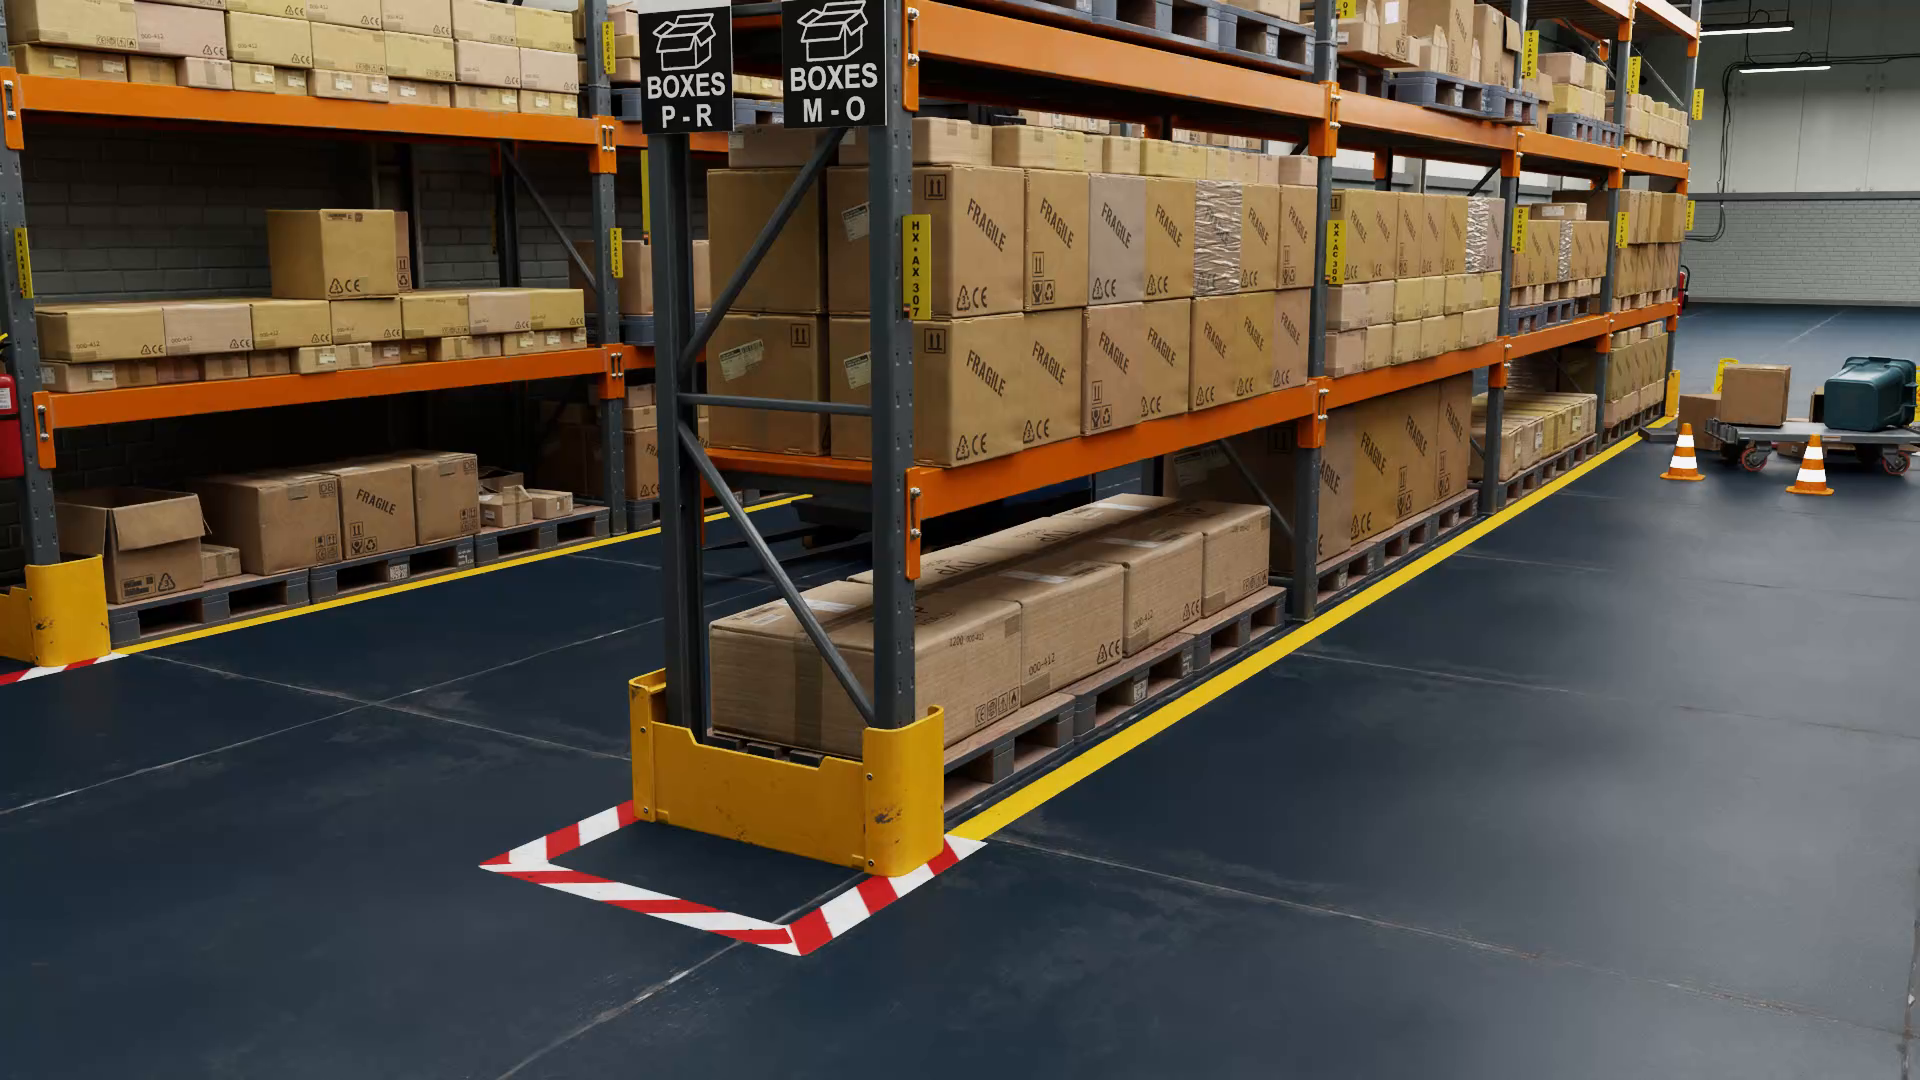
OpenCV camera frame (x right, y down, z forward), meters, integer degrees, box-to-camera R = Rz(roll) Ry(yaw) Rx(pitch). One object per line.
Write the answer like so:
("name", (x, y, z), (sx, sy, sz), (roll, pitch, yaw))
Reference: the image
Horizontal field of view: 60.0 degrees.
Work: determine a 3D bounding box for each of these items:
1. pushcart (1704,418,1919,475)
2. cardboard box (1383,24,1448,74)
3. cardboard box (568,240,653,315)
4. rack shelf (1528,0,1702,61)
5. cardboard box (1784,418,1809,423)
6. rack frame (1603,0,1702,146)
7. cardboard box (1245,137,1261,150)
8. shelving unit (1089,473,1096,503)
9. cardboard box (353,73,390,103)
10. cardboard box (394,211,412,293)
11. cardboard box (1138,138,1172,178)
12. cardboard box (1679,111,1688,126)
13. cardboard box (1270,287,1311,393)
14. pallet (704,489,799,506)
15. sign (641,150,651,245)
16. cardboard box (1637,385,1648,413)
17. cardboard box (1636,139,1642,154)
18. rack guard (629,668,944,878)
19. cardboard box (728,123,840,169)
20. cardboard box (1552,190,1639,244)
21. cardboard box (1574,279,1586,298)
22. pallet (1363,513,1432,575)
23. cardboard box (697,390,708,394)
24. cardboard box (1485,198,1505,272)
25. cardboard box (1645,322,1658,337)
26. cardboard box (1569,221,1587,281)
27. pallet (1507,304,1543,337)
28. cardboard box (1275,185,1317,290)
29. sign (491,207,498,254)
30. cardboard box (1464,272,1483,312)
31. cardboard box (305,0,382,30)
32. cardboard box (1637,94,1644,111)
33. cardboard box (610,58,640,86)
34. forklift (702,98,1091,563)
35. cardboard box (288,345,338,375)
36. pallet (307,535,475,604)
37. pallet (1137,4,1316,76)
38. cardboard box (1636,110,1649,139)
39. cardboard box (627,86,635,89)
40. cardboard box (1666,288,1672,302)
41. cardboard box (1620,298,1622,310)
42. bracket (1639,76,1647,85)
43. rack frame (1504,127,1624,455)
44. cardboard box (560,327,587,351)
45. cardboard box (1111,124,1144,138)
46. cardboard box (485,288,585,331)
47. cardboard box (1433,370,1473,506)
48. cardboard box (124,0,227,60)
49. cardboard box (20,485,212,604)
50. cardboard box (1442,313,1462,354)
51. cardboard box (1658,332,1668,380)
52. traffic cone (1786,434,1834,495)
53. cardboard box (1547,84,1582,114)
("pushcart", (7.597, -0.837, 14.816), (1.648, 0.377, 0.936), (2, 11, 11))
("cardboard box", (2.717, -2.947, 10.029), (0.396, 0.266, 0.258), (8, 13, 35))
("cardboard box", (-2.333, -1.862, 11.750), (0.700, 0.500, 0.500), (7, 13, 32))
("rack shelf", (6.661, -5.244, 16.890), (1.077, 0.370, 4.000), (6, 12, 31))
("cardboard box", (8.746, -1.165, 17.187), (0.250, 0.149, 0.380), (-6, 12, -28))
("rack frame", (7.700, -5.914, 18.504), (1.000, 3.000, 0.127), (6, 12, 31))
("cardboard box", (3.434, -5.125, 20.757), (0.500, 0.500, 0.500), (7, 13, 33))
("shelving unit", (0.756, -0.752, 12.123), (0.258, 1.200, 0.503), (8, 13, 37))
("cardboard box", (-3.483, -2.573, 9.491), (0.380, 0.149, 0.250), (7, 13, 32))
("cardboard box", (-3.775, -1.784, 10.307), (0.500, 0.500, 0.500), (6, 12, 29))
("cardboard box", (0.655, -1.578, 6.892), (0.380, 0.149, 0.250), (6, 12, 29))
("cardboard box", (7.776, -4.627, 18.295), (0.380, 0.149, 0.250), (7, 12, 31))
("cardboard box", (1.447, -1.030, 8.446), (0.500, 0.500, 0.500), (7, 12, 31))
("pallet", (-1.752, -0.505, 13.493), (1.003, 0.211, 1.213), (6, 12, 31))
("sign", (-1.064, -1.188, 5.775), (0.100, 0.325, 0.005), (6, 12, 31))
("cardboard box", (6.967, -1.504, 17.581), (0.500, 0.250, 0.500), (6, 12, 29))
("cardboard box", (6.524, -3.875, 16.444), (0.380, 0.149, 0.250), (6, 12, 29))
("rack guard", (-0.620, 0.784, 5.825), (1.175, 0.500, 0.348), (6, 12, 31))
("cardboard box", (-0.592, -1.384, 5.858), (0.380, 0.149, 0.250), (7, 12, 31))
("cardboard box", (6.037, -3.071, 15.826), (0.700, 0.500, 0.500), (6, 12, 30))
("cardboard box", (5.207, -2.188, 14.444), (0.380, 0.149, 0.250), (7, 12, 31))
("pallet", (2.438, -0.029, 10.947), (1.003, 0.211, 1.213), (6, 12, 31))
("cardboard box", (-1.868, -1.052, 12.724), (0.380, 0.149, 0.250), (6, 12, 31))
("cardboard box", (3.501, -2.141, 11.666), (0.500, 0.500, 0.500), (6, 12, 29))
("cardboard box", (7.240, -2.253, 17.783), (0.380, 0.149, 0.250), (7, 12, 32))
("cardboard box", (5.050, -2.485, 14.268), (0.500, 0.500, 0.500), (7, 13, 33))
("pallet", (3.825, -1.735, 13.006), (1.213, 0.211, 1.003), (6, 12, 31))
("cardboard box", (1.460, -1.518, 8.337), (0.500, 0.500, 0.500), (6, 12, 30))
("sign", (-3.251, -2.173, 11.679), (0.100, 0.325, 0.005), (6, 12, 31))
("cardboard box", (3.249, -1.698, 11.334), (0.500, 0.250, 0.500), (6, 12, 29))
("cardboard box", (-3.621, -3.001, 9.334), (0.500, 0.250, 0.500), (7, 13, 32))
("cardboard box", (6.320, -4.182, 15.918), (0.380, 0.149, 0.250), (6, 12, 29))
("cardboard box", (-2.280, -3.167, 11.252), (0.380, 0.149, 0.250), (7, 12, 32))
("forklift", (-0.386, -1.350, 10.616), (1.130, 2.935, 3.031), (8, 13, 37))
("cardboard box", (-3.735, -1.022, 9.361), (0.380, 0.149, 0.250), (6, 12, 29))
("pallet", (-3.765, 0.120, 10.156), (1.003, 0.211, 1.213), (6, 12, 31))
("pallet", (1.036, -2.381, 8.025), (1.003, 0.211, 1.213), (6, 12, 31))
("cardboard box", (6.345, -4.008, 16.074), (0.500, 0.250, 0.500), (6, 12, 30))
("cardboard box", (-2.440, -3.296, 11.943), (0.380, 0.149, 0.250), (6, 12, 29))
("cardboard box", (7.651, -2.712, 18.386), (0.380, 0.149, 0.250), (6, 12, 30))
("cardboard box", (6.259, -2.321, 16.297), (0.380, 0.149, 0.250), (6, 12, 30))
("bracket", (19.648, -13.256, 47.938), (0.235, 0.232, 0.430), (6, 12, 31))
("rack frame", (5.623, -2.336, 15.696), (1.000, 3.000, 0.127), (6, 12, 31))
("cardboard box", (-2.725, -1.354, 11.132), (0.380, 0.149, 0.250), (7, 12, 31))
("cardboard box", (1.871, -4.458, 18.147), (0.380, 0.149, 0.250), (7, 13, 32))
("cardboard box", (-2.831, -1.521, 10.939), (0.500, 0.250, 0.500), (7, 13, 32))
("cardboard box", (3.116, -0.768, 11.955), (0.875, 0.875, 0.875), (6, 12, 30))
("cardboard box", (-4.141, -2.595, 8.526), (0.500, 0.250, 0.500), (7, 13, 32))
("cardboard box", (-4.453, 0.011, 8.801), (0.797, 0.503, 0.637), (6, 12, 28))
("cardboard box", (2.978, -1.370, 10.940), (0.500, 0.250, 0.500), (6, 12, 30))
("cardboard box", (7.506, -2.038, 18.395), (0.500, 0.500, 0.500), (6, 12, 31))
("traffic cone", (6.880, -0.619, 13.419), (0.336, 0.463, 0.334), (6, 12, 31))
("cardboard box", (4.911, -3.678, 13.980), (0.500, 0.250, 0.500), (7, 12, 31))
